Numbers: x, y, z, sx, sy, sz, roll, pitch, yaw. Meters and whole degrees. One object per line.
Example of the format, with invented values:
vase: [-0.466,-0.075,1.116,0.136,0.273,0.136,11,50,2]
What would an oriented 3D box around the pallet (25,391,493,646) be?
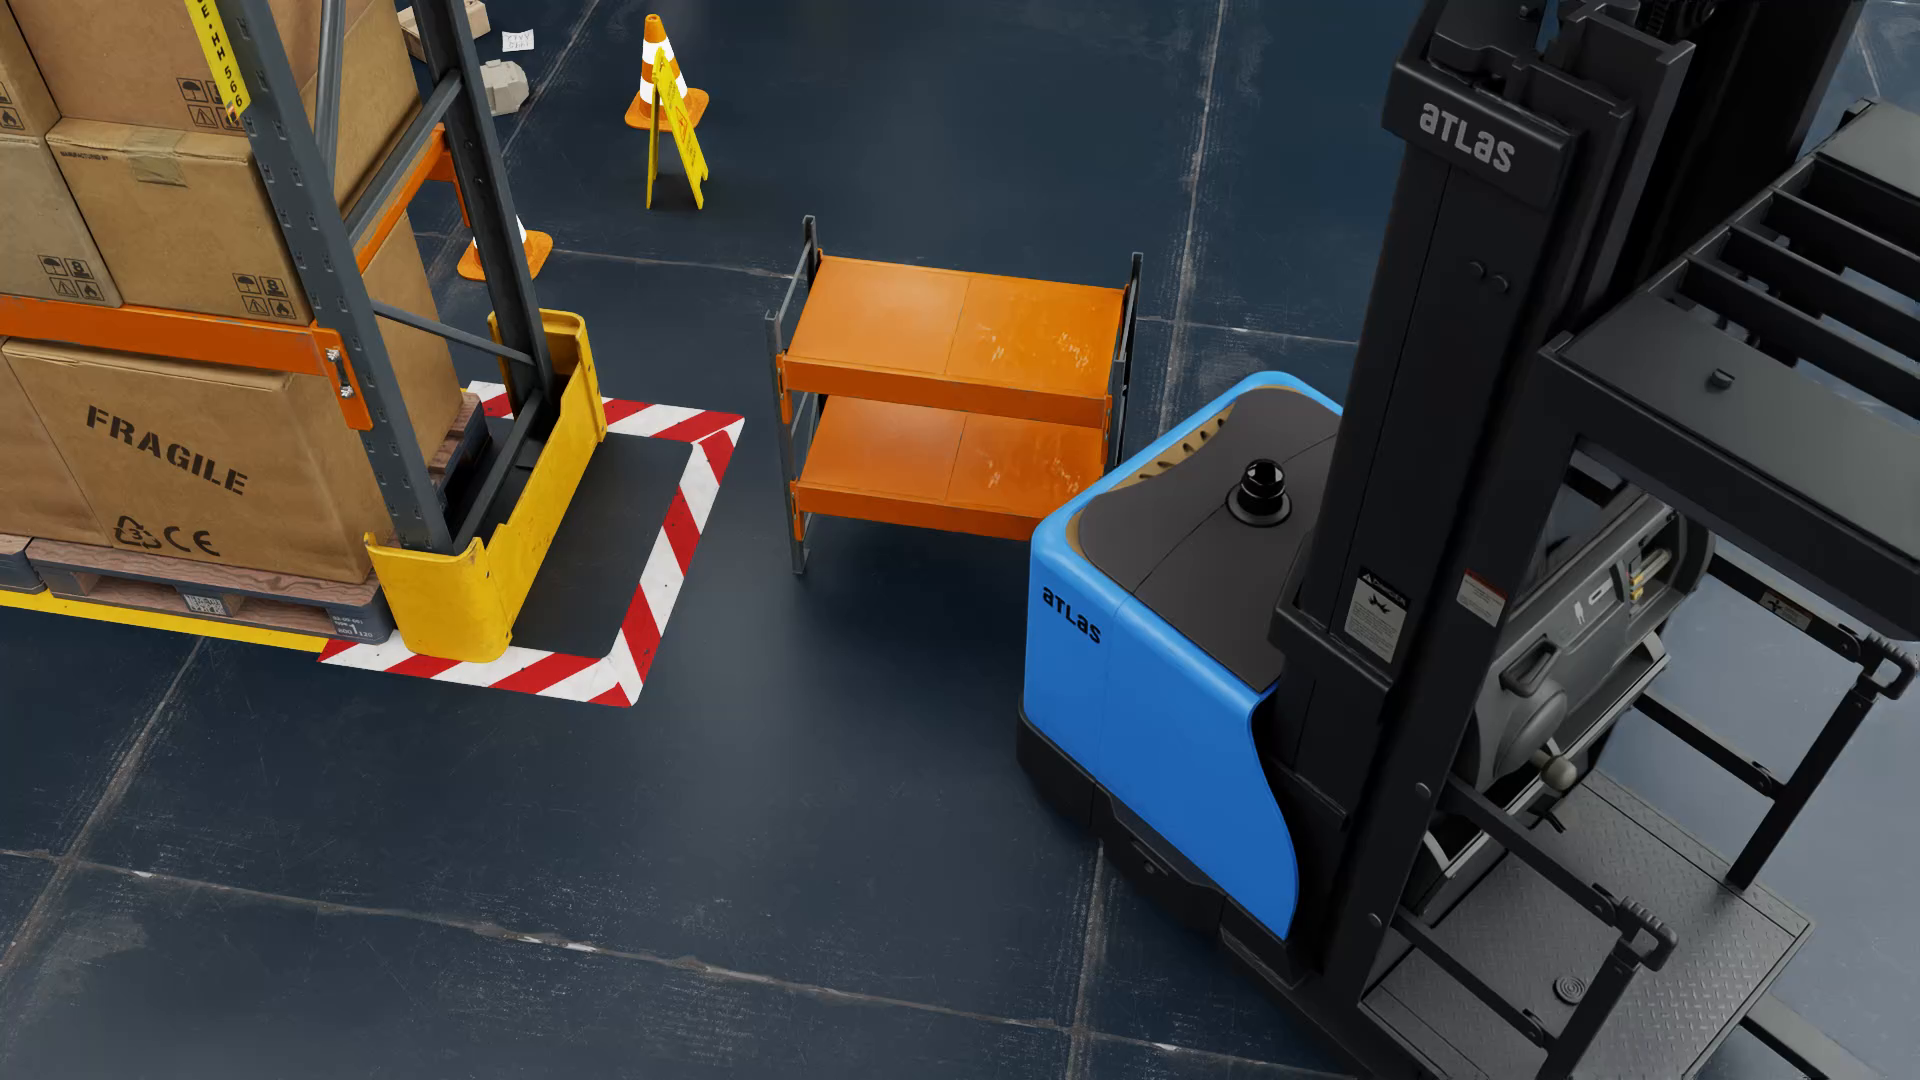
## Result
pallet: [-2.385,-0.165,5.756,1.213,0.211,1.003,8,49,7]

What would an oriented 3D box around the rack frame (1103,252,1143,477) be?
rack frame: [0.494,-0.310,5.272,0.032,1.125,0.500,8,49,7]

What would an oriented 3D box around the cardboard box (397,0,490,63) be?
cardboard box: [-2.451,-2.427,7.831,0.250,0.149,0.380,32,56,26]

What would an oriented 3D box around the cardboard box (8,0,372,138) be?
cardboard box: [-1.942,-1.537,4.288,0.550,0.550,0.875,8,49,7]

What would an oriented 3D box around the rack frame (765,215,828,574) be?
rack frame: [-0.507,-0.444,5.393,0.032,1.125,0.500,8,49,7]

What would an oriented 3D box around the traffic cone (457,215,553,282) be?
traffic cone: [-1.854,-1.310,6.616,0.334,0.463,0.336,8,49,7]

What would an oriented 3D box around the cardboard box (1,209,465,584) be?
cardboard box: [-2.263,-0.520,5.347,0.875,0.875,0.875,8,49,7]

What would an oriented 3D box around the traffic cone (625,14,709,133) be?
traffic cone: [-1.318,-2.092,7.319,0.334,0.463,0.336,8,49,7]

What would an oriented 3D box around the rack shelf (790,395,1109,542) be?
rack shelf: [-0.007,-0.213,5.514,1.000,0.278,0.538,8,49,7]

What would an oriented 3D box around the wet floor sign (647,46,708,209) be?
wet floor sign: [-1.203,-1.707,6.850,0.232,0.644,0.267,0,48,0]

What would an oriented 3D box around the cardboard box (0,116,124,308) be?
cardboard box: [-2.502,-1.171,4.685,0.550,0.550,0.875,8,49,7]

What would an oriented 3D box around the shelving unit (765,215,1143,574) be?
shelving unit: [-0.007,-0.377,5.332,1.048,1.125,0.538,8,49,7]

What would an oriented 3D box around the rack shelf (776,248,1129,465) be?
rack shelf: [-0.007,-0.572,5.115,1.000,0.278,0.538,8,49,7]

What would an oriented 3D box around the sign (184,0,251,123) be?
sign: [-1.694,-1.119,3.801,0.005,0.325,0.100,8,49,7]

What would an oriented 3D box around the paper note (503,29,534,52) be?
paper note: [-2.087,-2.361,7.851,0.142,0.019,0.148,-7,48,-7]

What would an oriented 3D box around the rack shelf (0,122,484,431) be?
rack shelf: [-3.552,-1.073,5.181,4.000,0.370,1.077,8,49,7]

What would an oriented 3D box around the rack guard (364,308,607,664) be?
rack guard: [-1.560,-0.210,5.602,0.348,0.500,1.175,8,49,7]

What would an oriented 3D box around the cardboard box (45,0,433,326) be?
cardboard box: [-1.957,-1.115,4.634,0.550,0.550,0.875,8,49,7]

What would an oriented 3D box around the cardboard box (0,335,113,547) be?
cardboard box: [-3.129,-0.635,5.450,0.875,0.875,0.875,7,48,6]

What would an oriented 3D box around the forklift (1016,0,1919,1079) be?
forklift: [1.537,0.277,3.531,1.130,2.935,3.031,-34,57,-27]

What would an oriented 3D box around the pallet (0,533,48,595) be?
pallet: [-3.582,-0.328,5.903,1.213,0.211,1.003,8,49,7]

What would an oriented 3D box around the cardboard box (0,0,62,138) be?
cardboard box: [-2.500,-1.542,4.292,0.550,0.550,0.875,8,49,7]

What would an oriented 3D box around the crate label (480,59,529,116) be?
crate label: [-2.103,-2.042,7.493,0.298,0.136,0.250,-15,50,-13]

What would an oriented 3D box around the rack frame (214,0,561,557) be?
rack frame: [-1.584,-1.048,4.676,0.127,3.000,1.000,8,49,7]
